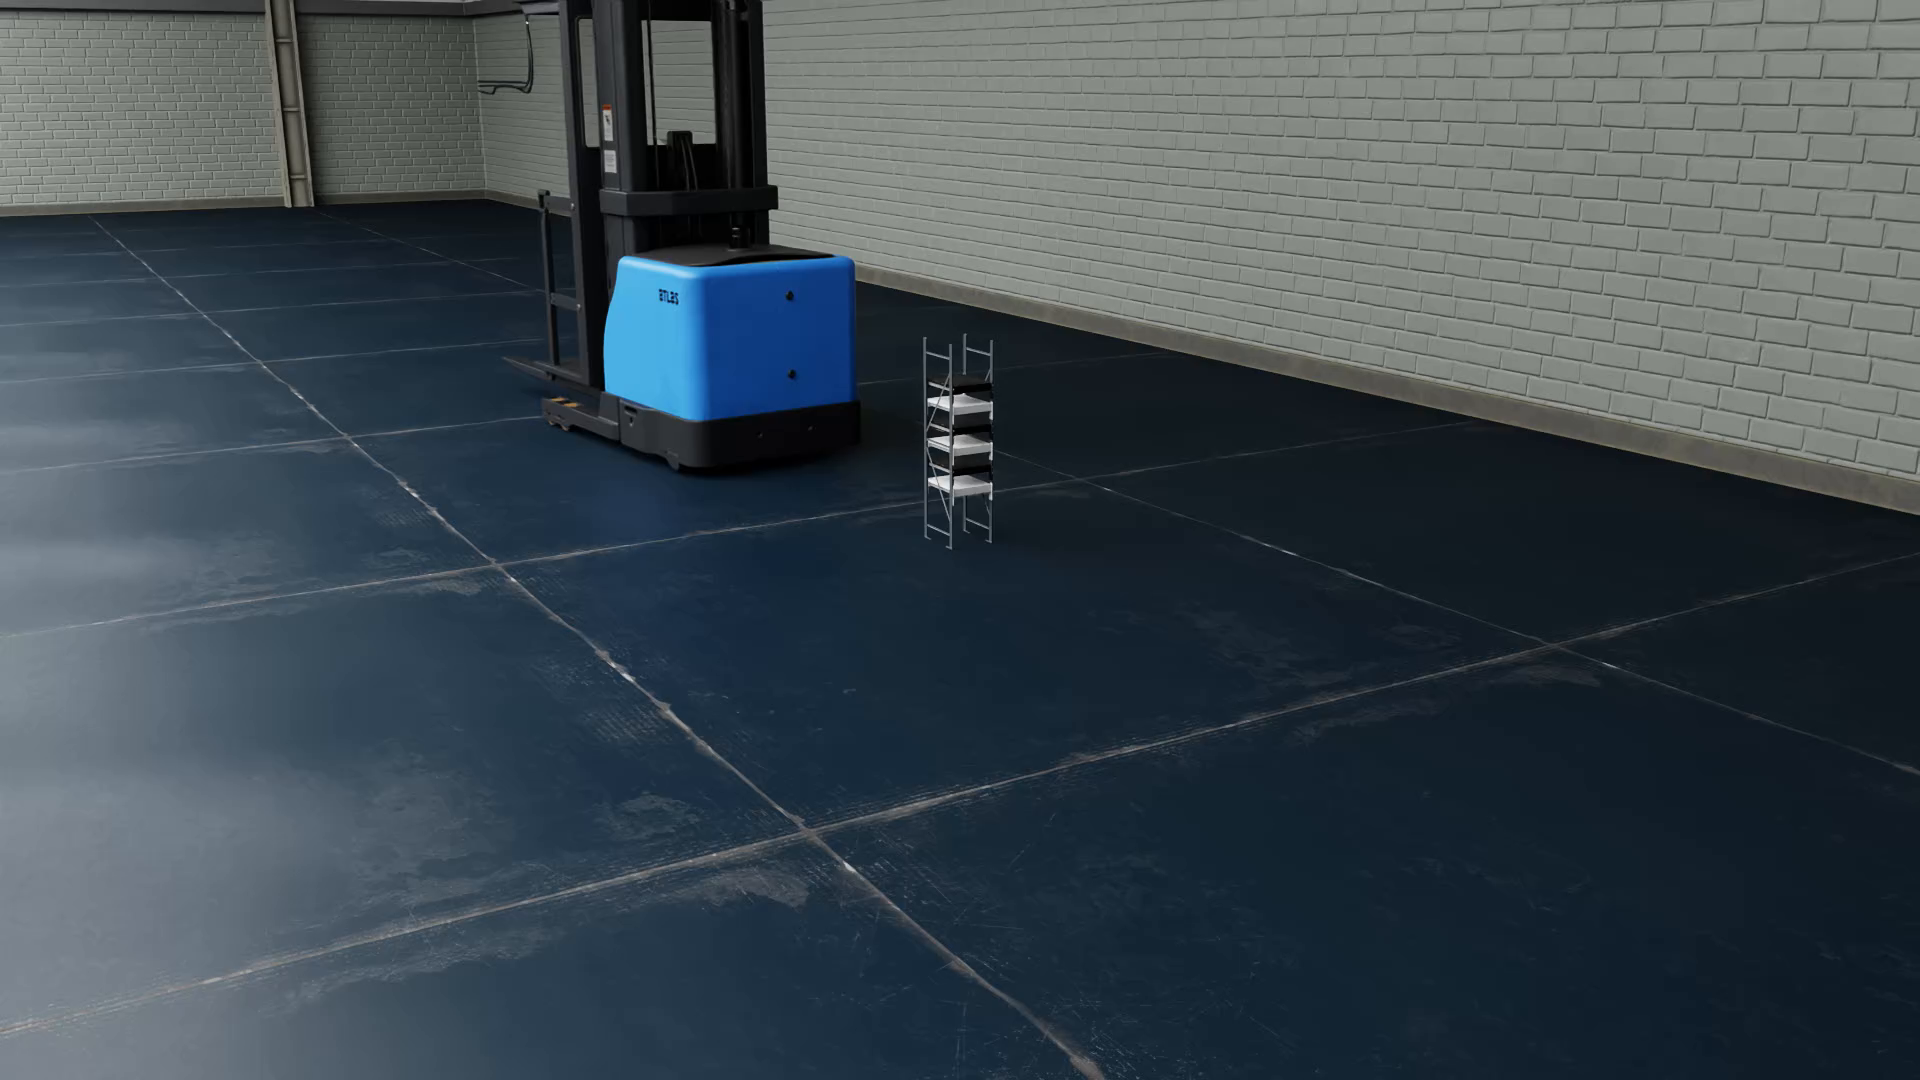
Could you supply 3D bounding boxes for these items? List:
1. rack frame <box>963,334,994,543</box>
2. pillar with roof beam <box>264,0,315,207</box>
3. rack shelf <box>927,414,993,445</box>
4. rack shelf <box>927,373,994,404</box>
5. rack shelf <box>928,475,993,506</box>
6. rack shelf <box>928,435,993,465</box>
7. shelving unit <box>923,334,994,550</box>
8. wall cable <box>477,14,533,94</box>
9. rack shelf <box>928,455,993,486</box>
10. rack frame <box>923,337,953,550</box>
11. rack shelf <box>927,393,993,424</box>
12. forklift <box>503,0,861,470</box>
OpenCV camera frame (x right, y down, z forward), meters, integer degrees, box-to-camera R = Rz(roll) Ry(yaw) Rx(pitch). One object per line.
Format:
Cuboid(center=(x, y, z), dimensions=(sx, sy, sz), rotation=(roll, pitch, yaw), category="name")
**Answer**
Cuboid(center=(0.080, -0.446, 7.335), dimensions=(0.006, 0.900, 0.240), rotation=(-9, 18, -30), category="rack frame")
Cuboid(center=(-8.154, -8.581, 21.348), dimensions=(0.400, 9.000, 9.100), rotation=(-9, 18, -30), category="pillar with roof beam")
Cuboid(center=(-0.007, -0.487, 7.269), dimensions=(0.200, 0.077, 0.258), rotation=(-9, 18, -30), category="rack shelf")
Cuboid(center=(-0.007, -0.660, 7.220), dimensions=(0.200, 0.077, 0.258), rotation=(-9, 18, -30), category="rack shelf")
Cuboid(center=(-0.007, -0.227, 7.342), dimensions=(0.200, 0.077, 0.258), rotation=(-9, 18, -30), category="rack shelf")
Cuboid(center=(-0.007, -0.400, 7.293), dimensions=(0.200, 0.077, 0.258), rotation=(-9, 18, -30), category="rack shelf")
Cuboid(center=(-0.007, -0.432, 7.284), dimensions=(0.210, 0.900, 0.258), rotation=(-9, 18, -30), category="shelving unit")
Cuboid(center=(-7.165, -8.185, 25.690), dimensions=(0.112, 2.526, 3.097), rotation=(-9, 18, -30), category="wall cable")
Cuboid(center=(-0.007, -0.313, 7.318), dimensions=(0.200, 0.077, 0.258), rotation=(-9, 18, -30), category="rack shelf")
Cuboid(center=(-0.094, -0.418, 7.234), dimensions=(0.006, 0.900, 0.240), rotation=(-9, 18, -30), category="rack frame")
Cuboid(center=(-0.007, -0.573, 7.245), dimensions=(0.200, 0.077, 0.258), rotation=(-9, 18, -30), category="rack shelf")
Cuboid(center=(-1.814, -2.111, 9.510), dimensions=(1.130, 2.935, 3.031), rotation=(-11, 19, -35), category="forklift")
